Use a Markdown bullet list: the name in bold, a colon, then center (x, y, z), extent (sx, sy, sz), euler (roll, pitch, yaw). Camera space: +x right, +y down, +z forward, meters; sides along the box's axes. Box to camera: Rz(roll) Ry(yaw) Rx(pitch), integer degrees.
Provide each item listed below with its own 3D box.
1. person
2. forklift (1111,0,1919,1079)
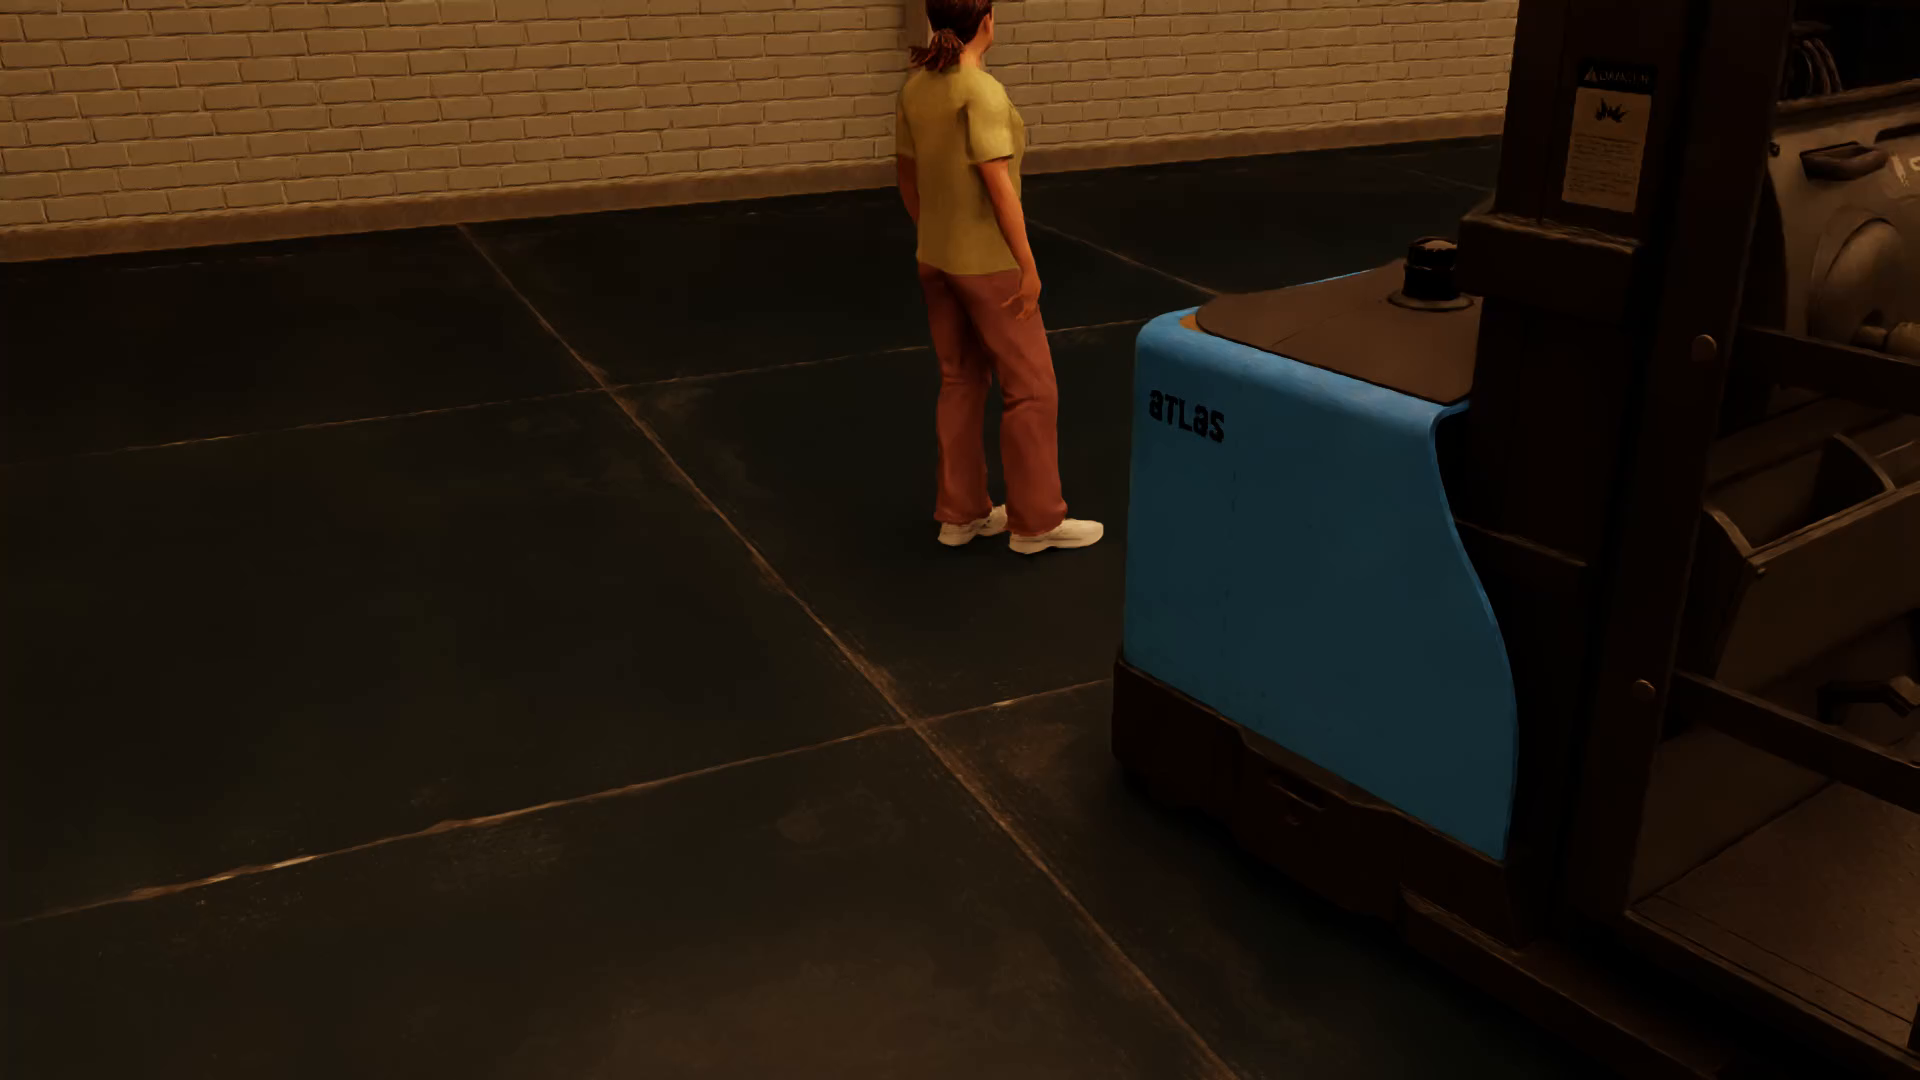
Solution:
- **person**: center (0.080, -0.796, 4.850), extent (0.485, 1.669, 0.597), euler (-18, 28, -36)
- **forklift**: center (1.632, -0.478, 2.437), extent (1.130, 2.935, 3.031), euler (-16, 28, -34)
